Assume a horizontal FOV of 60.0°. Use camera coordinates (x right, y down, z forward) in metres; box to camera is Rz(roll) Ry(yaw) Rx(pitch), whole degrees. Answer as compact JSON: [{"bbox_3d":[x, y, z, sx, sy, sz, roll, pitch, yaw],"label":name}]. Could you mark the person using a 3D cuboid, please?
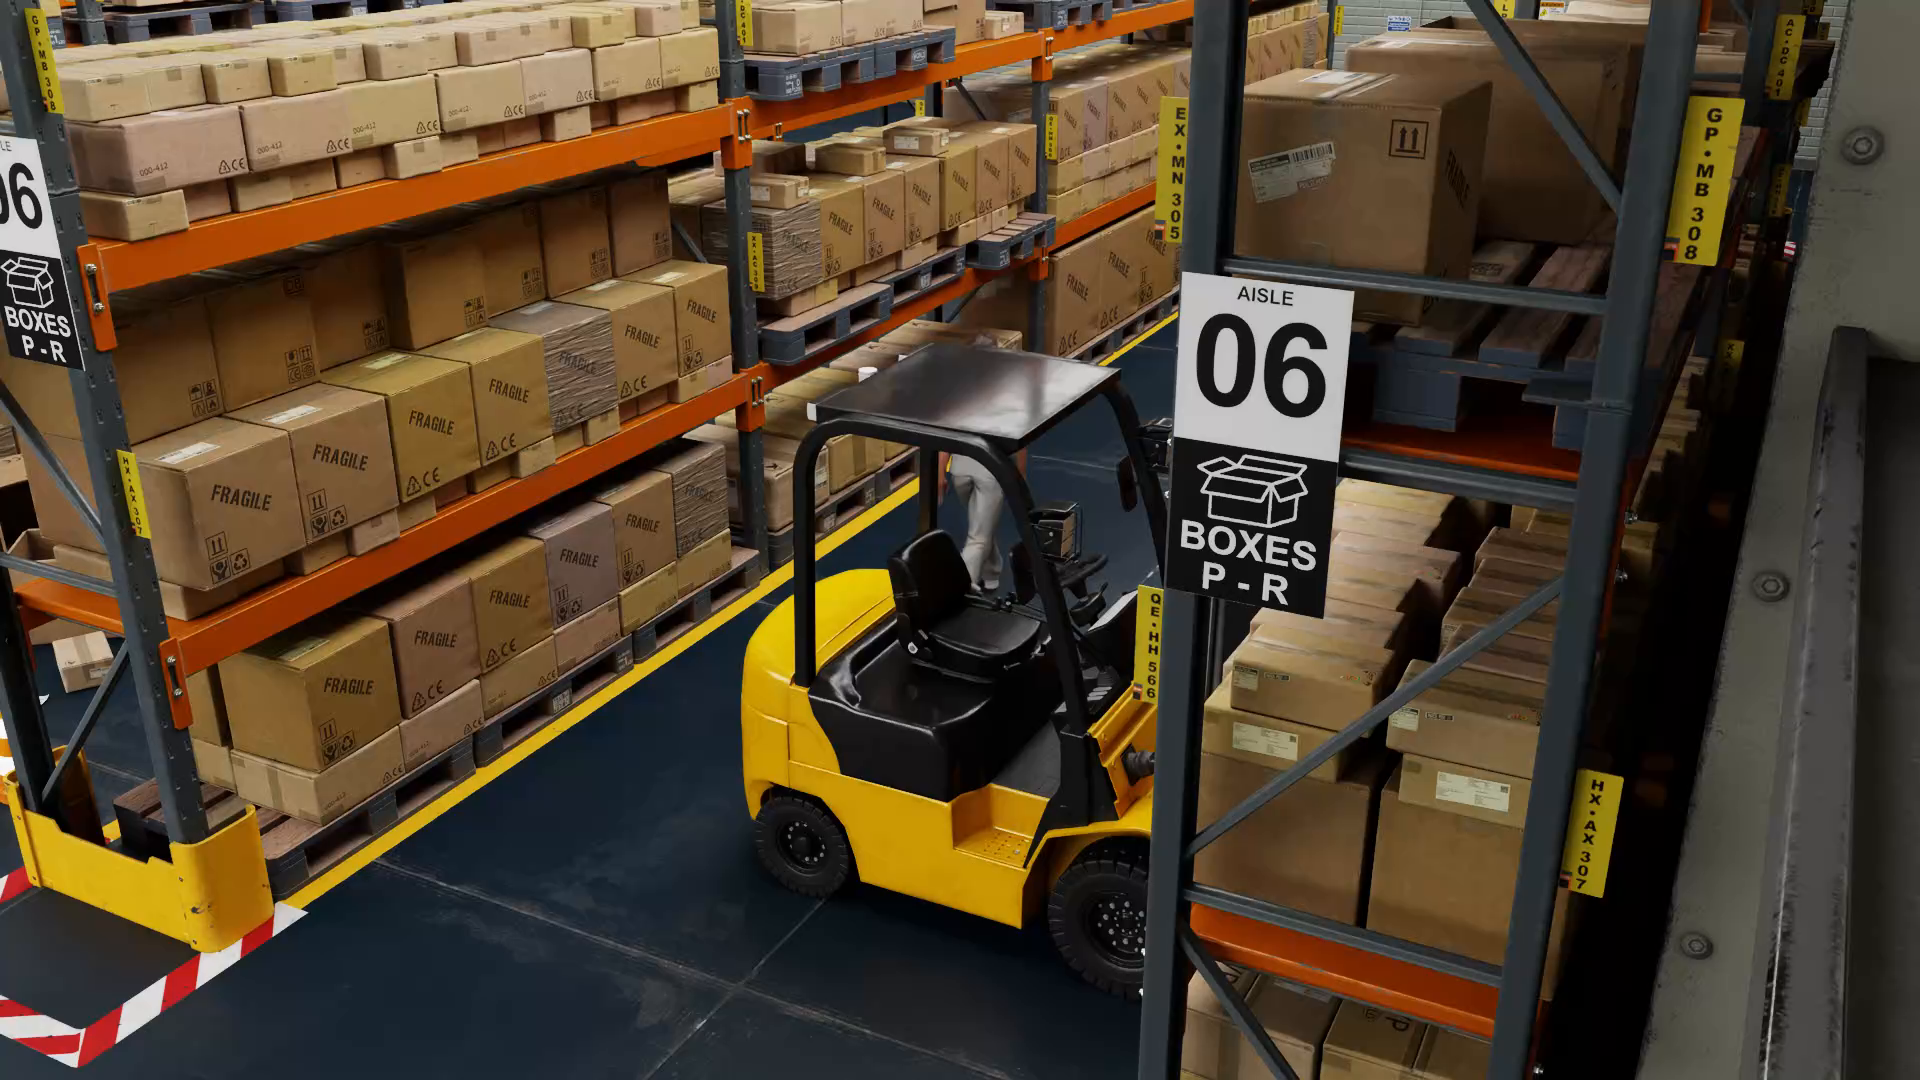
[{"bbox_3d":[0.127,-0.361,9.294,0.465,1.614,1.056,9,24,20],"label":"person"}]
